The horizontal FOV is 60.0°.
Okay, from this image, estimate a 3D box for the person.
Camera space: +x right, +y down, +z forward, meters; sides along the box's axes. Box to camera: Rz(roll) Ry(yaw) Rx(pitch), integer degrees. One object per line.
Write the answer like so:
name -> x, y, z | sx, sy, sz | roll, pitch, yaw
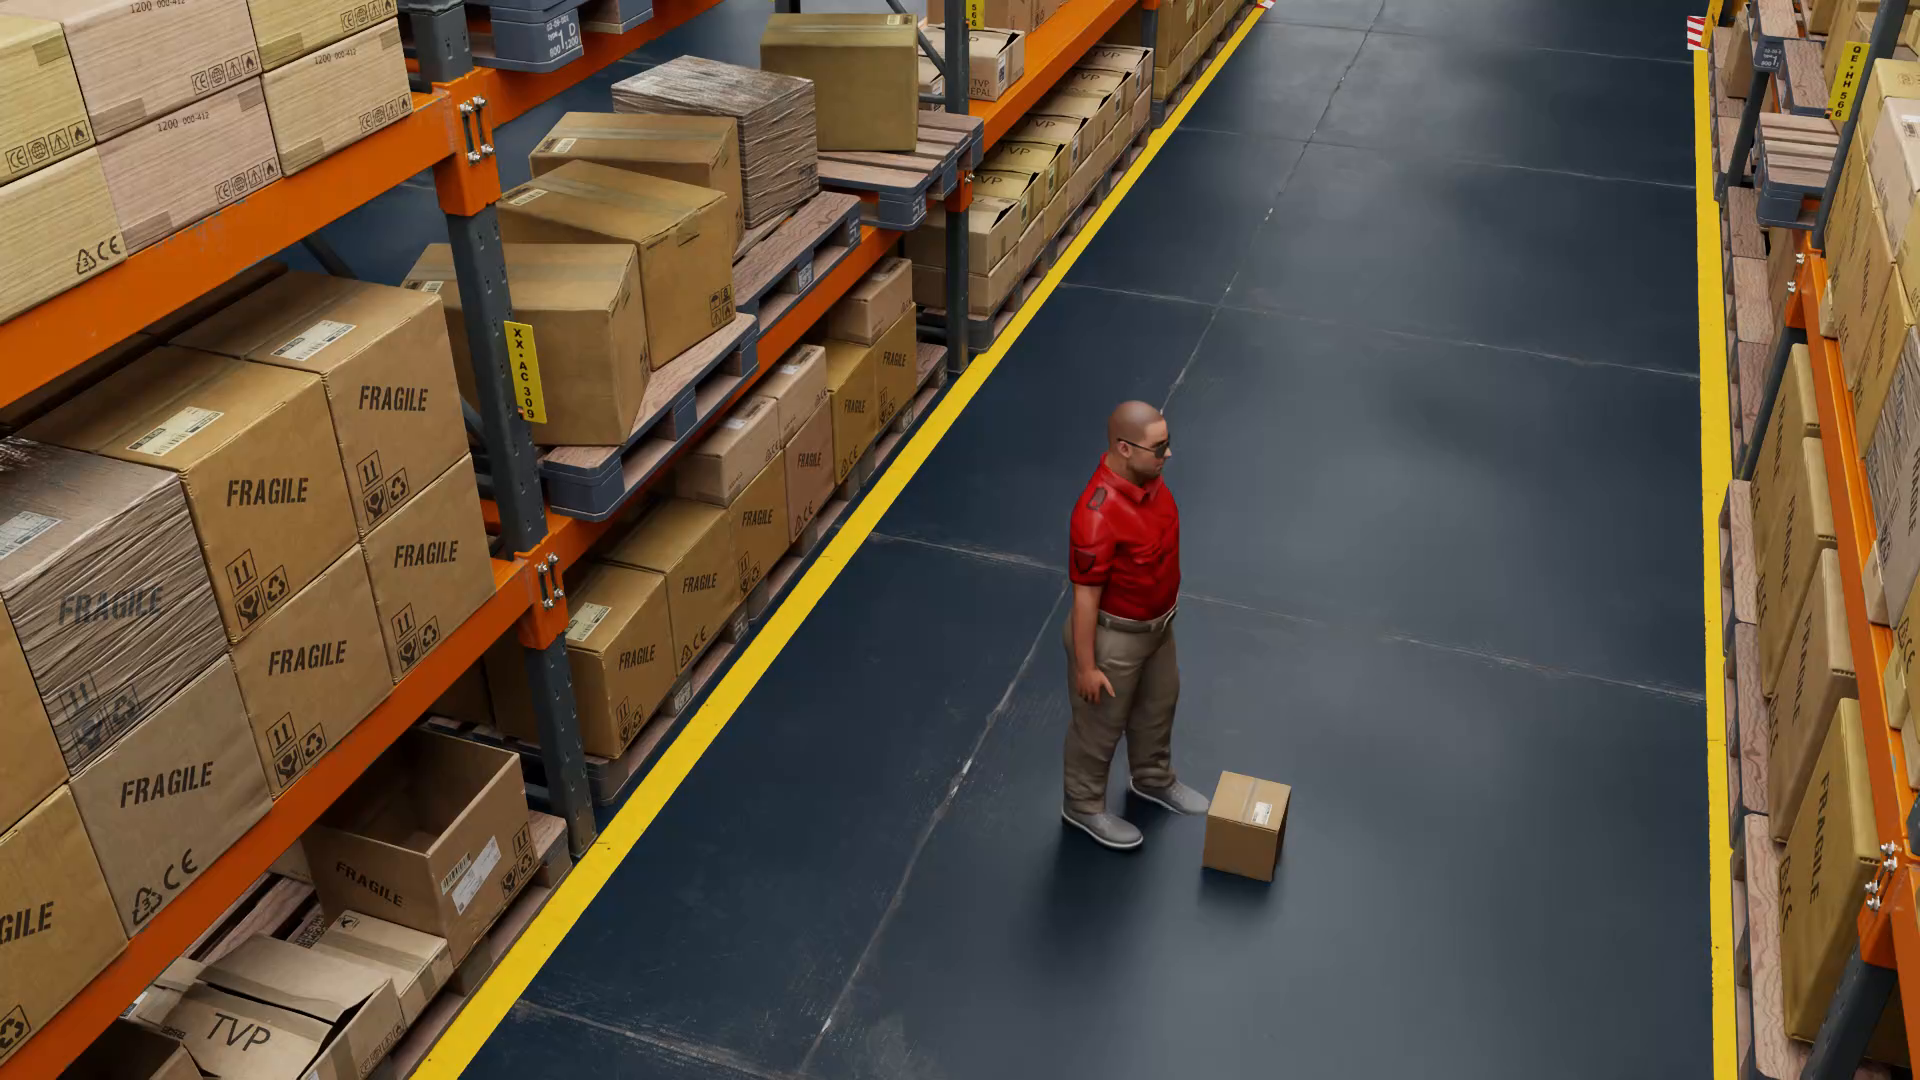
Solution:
person -> 0.619, 0.341, 5.645 | 0.483, 1.759, 0.579 | 17, 37, 24
